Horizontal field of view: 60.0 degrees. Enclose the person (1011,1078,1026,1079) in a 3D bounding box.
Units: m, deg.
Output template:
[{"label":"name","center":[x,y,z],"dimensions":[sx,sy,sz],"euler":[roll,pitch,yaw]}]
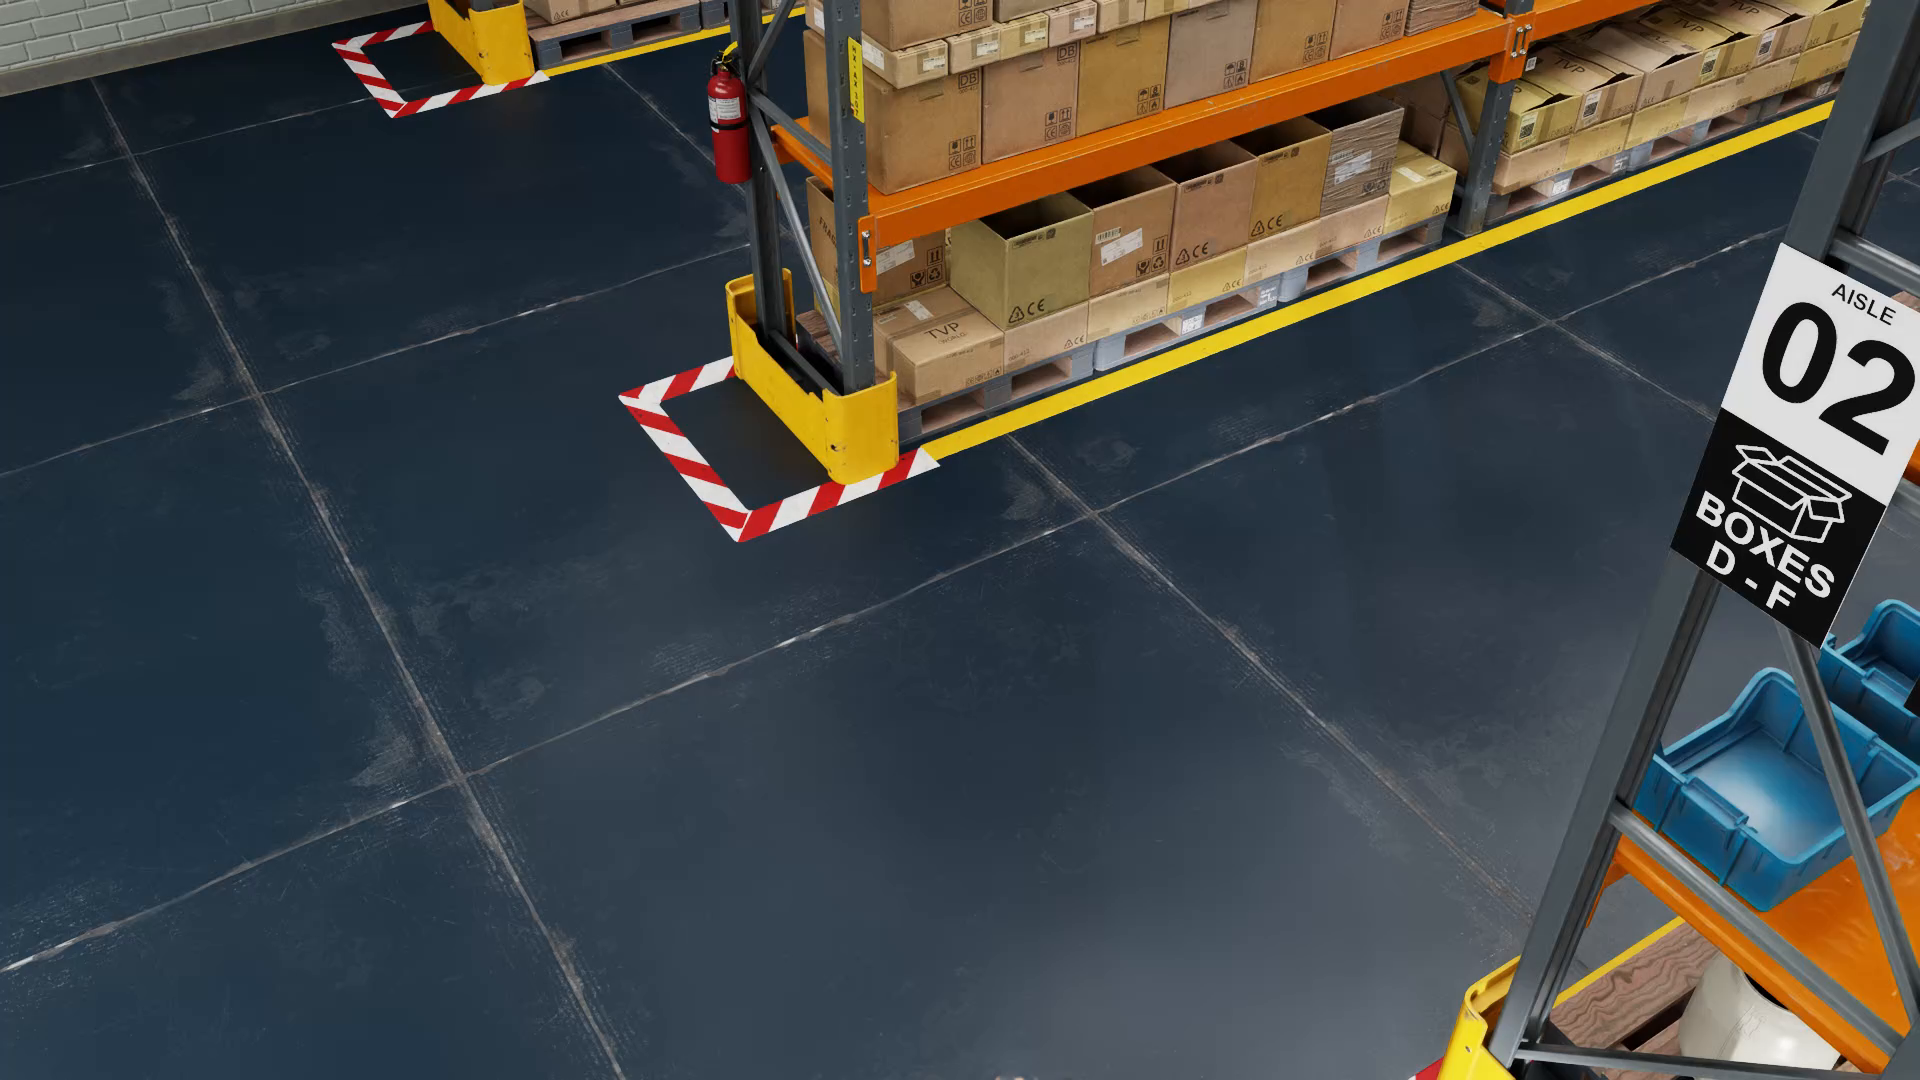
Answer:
[{"label":"person","center":[0.105,1.790,4.073],"dimensions":[0.536,1.681,0.967],"euler":[-3,41,-3]}]
